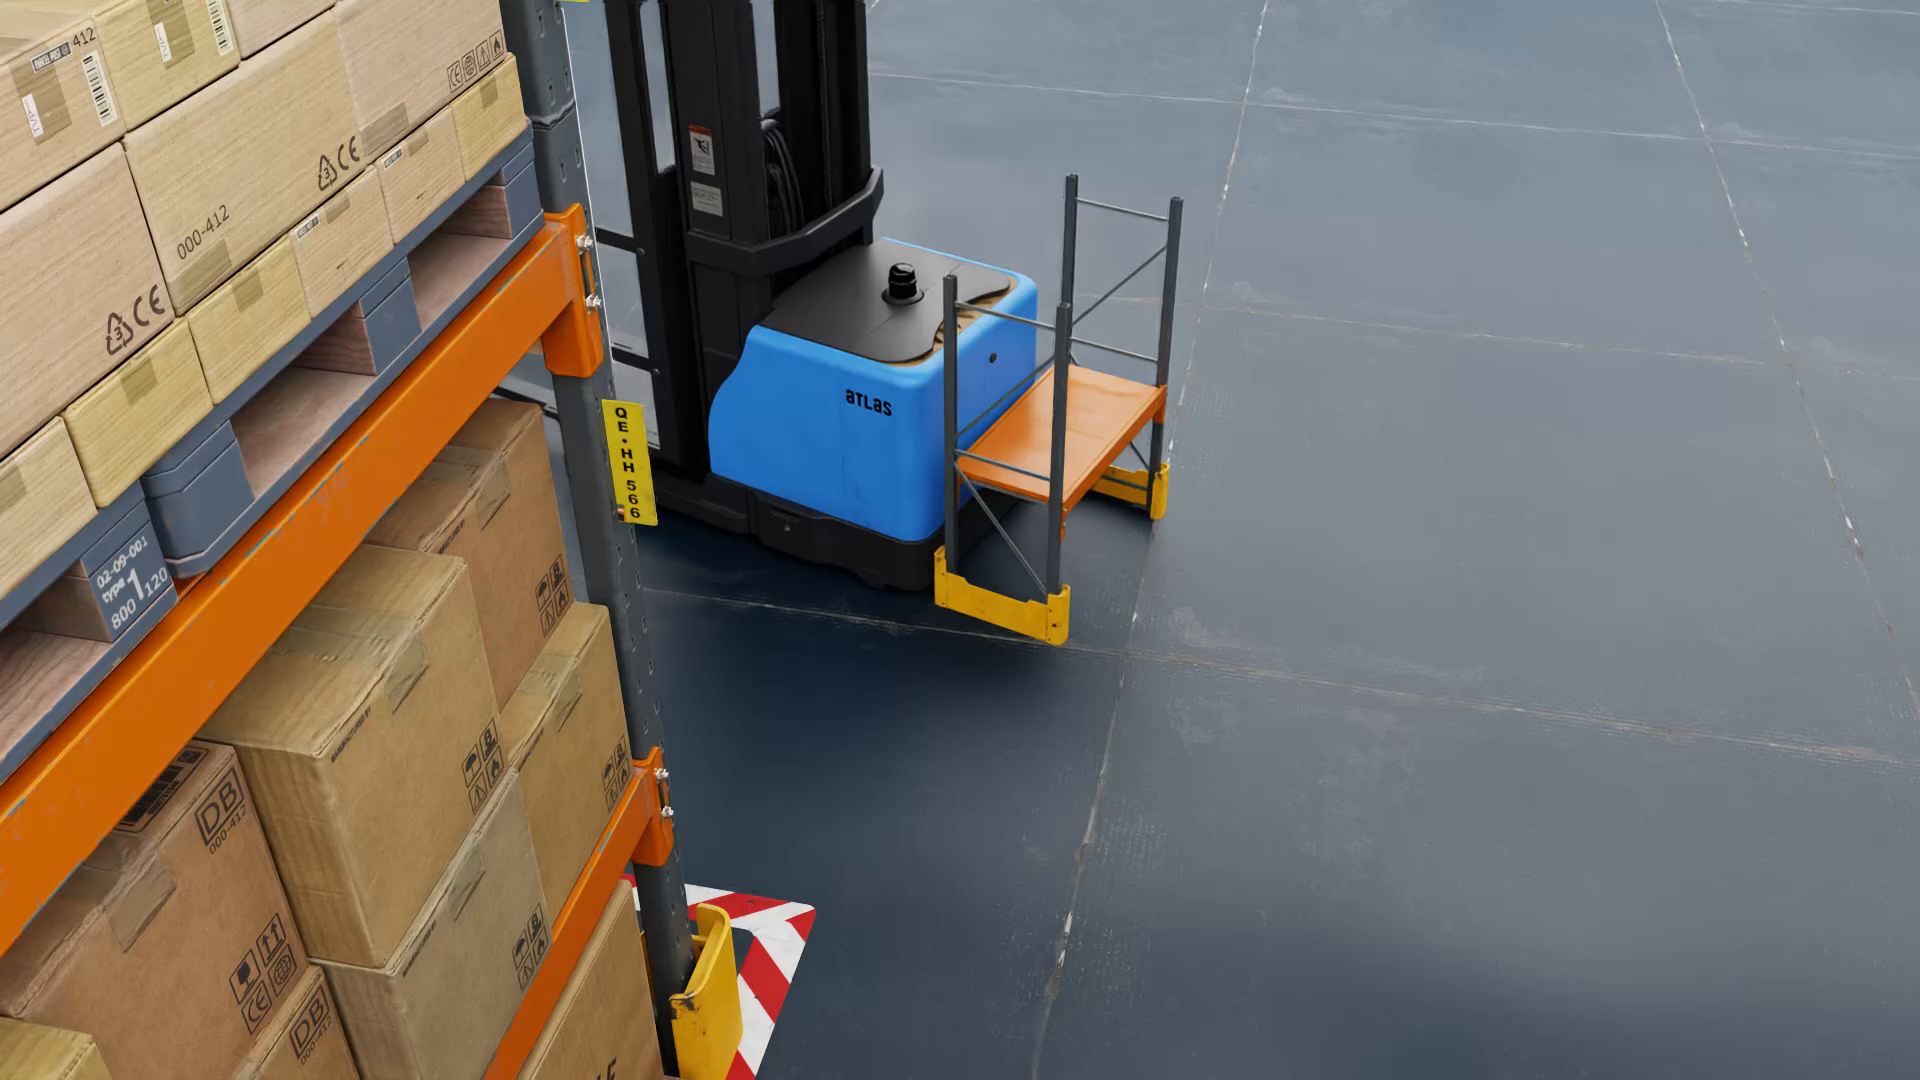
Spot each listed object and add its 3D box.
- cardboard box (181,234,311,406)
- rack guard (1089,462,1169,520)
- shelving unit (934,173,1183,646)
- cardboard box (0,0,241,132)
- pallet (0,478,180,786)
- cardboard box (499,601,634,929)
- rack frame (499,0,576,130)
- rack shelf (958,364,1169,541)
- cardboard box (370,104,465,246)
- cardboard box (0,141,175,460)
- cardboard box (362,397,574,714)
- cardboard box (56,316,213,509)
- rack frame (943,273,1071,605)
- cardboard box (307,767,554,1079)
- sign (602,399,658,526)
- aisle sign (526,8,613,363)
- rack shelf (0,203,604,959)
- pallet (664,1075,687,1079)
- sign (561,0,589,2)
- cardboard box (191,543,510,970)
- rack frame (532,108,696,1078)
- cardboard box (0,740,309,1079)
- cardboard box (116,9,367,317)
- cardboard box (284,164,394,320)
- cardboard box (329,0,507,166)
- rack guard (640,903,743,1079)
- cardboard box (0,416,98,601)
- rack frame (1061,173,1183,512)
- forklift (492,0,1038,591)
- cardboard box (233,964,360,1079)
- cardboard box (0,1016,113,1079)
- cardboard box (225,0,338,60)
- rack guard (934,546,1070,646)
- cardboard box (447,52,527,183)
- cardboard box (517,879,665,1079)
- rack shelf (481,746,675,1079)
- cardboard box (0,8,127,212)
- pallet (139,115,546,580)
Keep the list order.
[{"bbox_3d":[-1.176,-0.336,2.373,0.380,0.149,0.250,8,37,10],"label":"cardboard box"},{"bbox_3d":[0.646,-0.289,7.435,0.587,0.250,0.087,18,40,23],"label":"rack guard"},{"bbox_3d":[0.405,-0.539,6.715,0.587,1.500,1.083,18,40,23],"label":"shelving unit"},{"bbox_3d":[-1.176,-0.655,2.133,0.380,0.149,0.250,8,37,11],"label":"cardboard box"},{"bbox_3d":[-1.679,0.267,1.845,1.003,0.211,1.213,7,37,10],"label":"pallet"},{"bbox_3d":[-1.307,0.475,3.911,0.875,0.550,0.550,7,37,10],"label":"cardboard box"},{"bbox_3d":[-1.272,-2.112,2.495,1.000,3.000,0.127,7,37,10],"label":"rack frame"},{"bbox_3d":[0.410,-0.398,6.827,0.538,0.185,1.000,18,40,23],"label":"rack shelf"},{"bbox_3d":[-1.067,-0.628,2.776,0.380,0.149,0.250,8,37,10],"label":"cardboard box"},{"bbox_3d":[-1.320,-0.277,1.952,0.500,0.250,0.500,7,37,10],"label":"cardboard box"},{"bbox_3d":[-1.389,0.027,3.608,0.875,0.550,0.550,7,37,10],"label":"cardboard box"},{"bbox_3d":[-1.230,-0.189,2.170,0.380,0.149,0.250,7,36,9],"label":"cardboard box"},{"bbox_3d":[0.164,-0.282,6.361,0.500,1.500,0.032,18,40,23],"label":"rack frame"},{"bbox_3d":[-1.403,0.793,3.472,0.875,0.550,0.550,7,37,10],"label":"cardboard box"},{"bbox_3d":[-0.745,-0.171,3.742,0.100,0.325,0.005,7,37,10],"label":"sign"},{"bbox_3d":[-0.964,-0.738,3.497,0.394,0.787,0.004,7,37,10],"label":"aisle sign"},{"bbox_3d":[-1.699,0.541,2.005,1.077,0.370,4.000,7,37,10],"label":"rack shelf"},{"bbox_3d":[-1.367,1.915,4.428,1.003,0.211,1.213,7,37,10],"label":"pallet"},{"bbox_3d":[-0.745,-1.148,3.034,0.100,0.325,0.005,7,37,10],"label":"sign"},{"bbox_3d":[-1.417,0.354,3.157,0.875,0.550,0.550,7,37,10],"label":"cardboard box"},{"bbox_3d":[-1.272,0.318,4.256,1.000,3.000,0.127,7,37,10],"label":"rack frame"},{"bbox_3d":[-1.669,0.658,2.738,0.875,0.550,0.550,7,37,10],"label":"cardboard box"},{"bbox_3d":[-1.211,-0.565,2.349,0.500,0.250,0.500,7,37,10],"label":"cardboard box"},{"bbox_3d":[-1.121,-0.481,2.573,0.380,0.149,0.250,8,37,11],"label":"cardboard box"},{"bbox_3d":[-1.104,-0.852,2.744,0.500,0.250,0.500,8,37,11],"label":"cardboard box"},{"bbox_3d":[-1.267,1.316,5.008,1.175,0.500,0.348,7,37,10],"label":"rack guard"},{"bbox_3d":[-1.284,-0.044,1.970,0.380,0.149,0.250,8,37,10],"label":"cardboard box"},{"bbox_3d":[0.655,-0.805,7.082,0.500,1.500,0.032,18,40,23],"label":"rack frame"},{"bbox_3d":[-1.189,-1.618,6.984,3.031,2.935,1.130,19,40,25],"label":"forklift"},{"bbox_3d":[-1.646,1.099,3.050,0.875,0.550,0.550,7,37,10],"label":"cardboard box"},{"bbox_3d":[-1.655,0.978,2.296,0.875,0.550,0.500,7,37,10],"label":"cardboard box"},{"bbox_3d":[-1.122,-0.803,2.338,0.380,0.149,0.250,8,37,11],"label":"cardboard box"},{"bbox_3d":[0.165,0.223,6.729,0.587,0.250,0.087,18,40,23],"label":"rack guard"},{"bbox_3d":[-1.012,-0.773,2.975,0.380,0.149,0.250,7,37,10],"label":"cardboard box"},{"bbox_3d":[-1.353,1.405,4.208,0.875,0.875,0.875,8,37,10],"label":"cardboard box"},{"bbox_3d":[-1.699,1.755,2.885,1.077,0.370,4.000,7,37,10],"label":"rack shelf"},{"bbox_3d":[-1.231,-0.512,1.935,0.380,0.149,0.250,7,37,10],"label":"cardboard box"},{"bbox_3d":[-1.421,-0.435,2.813,1.003,0.211,1.213,7,37,10],"label":"pallet"}]
